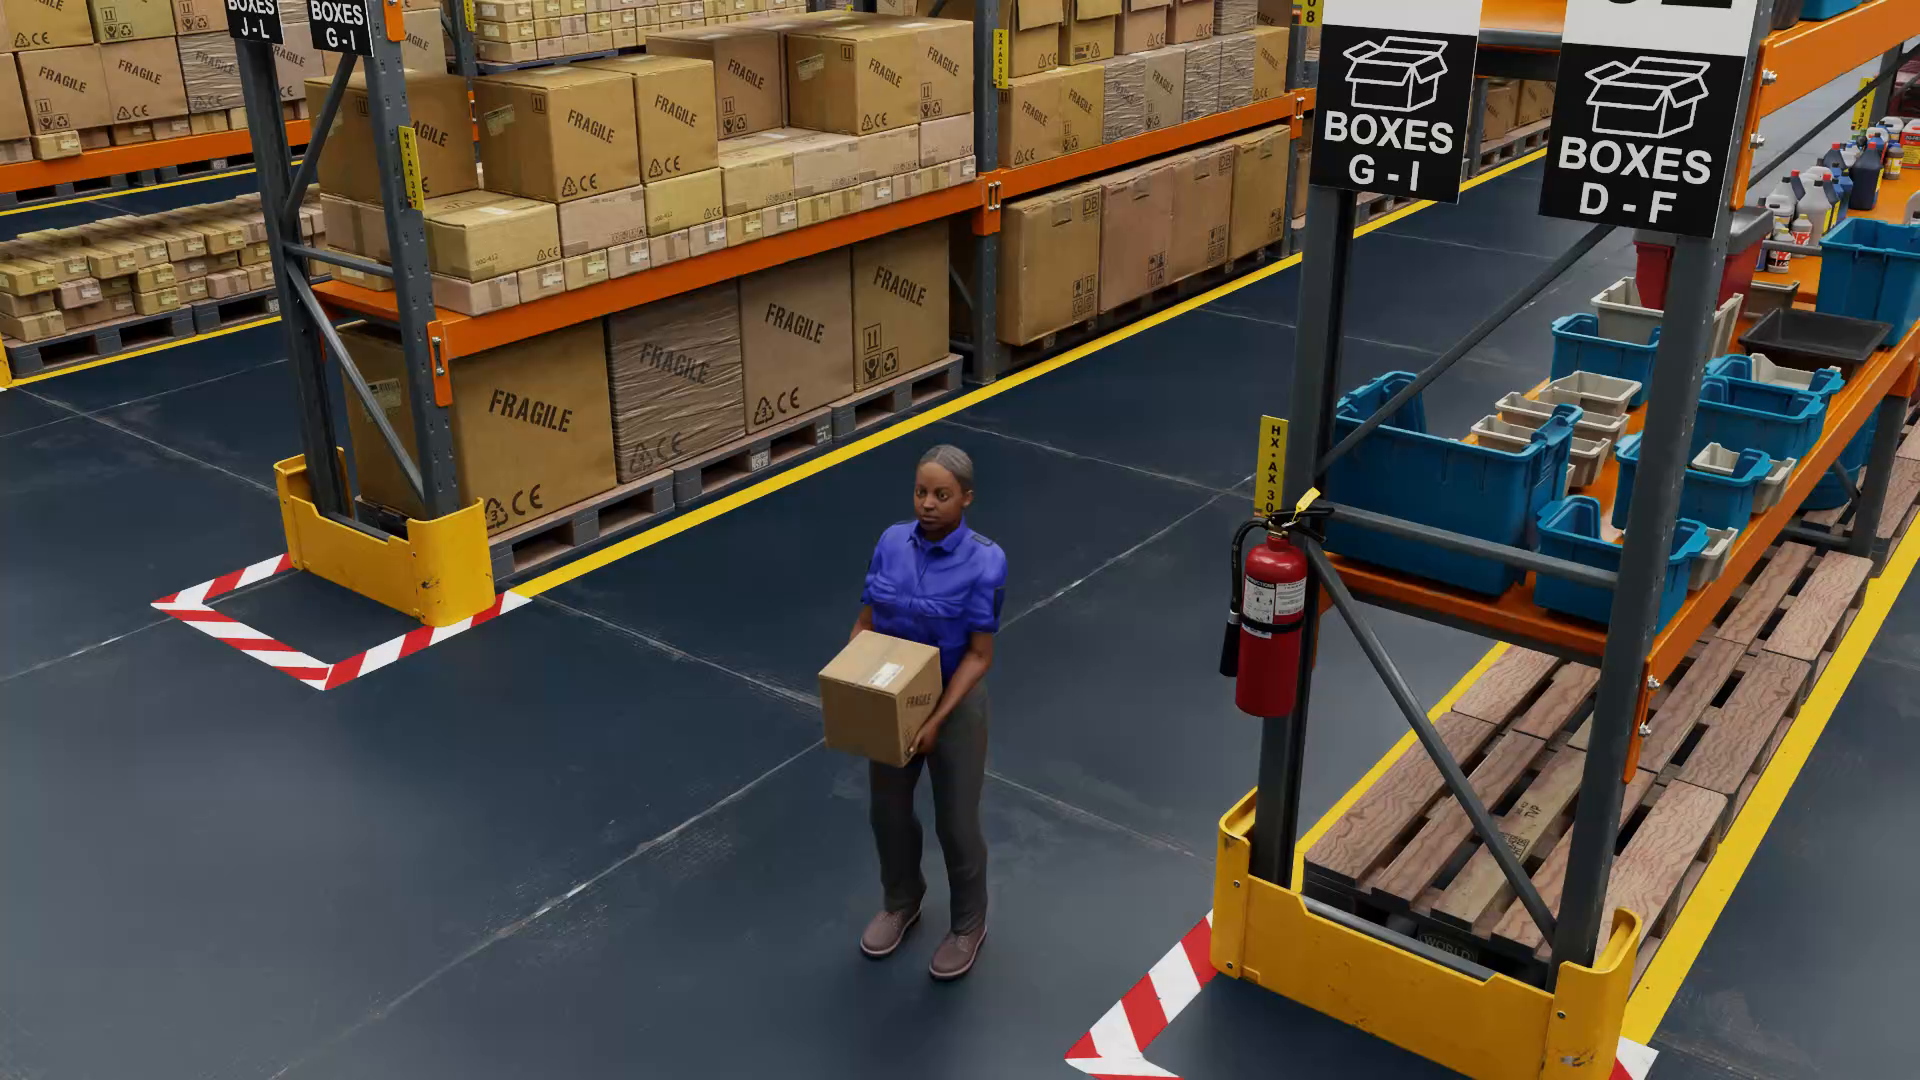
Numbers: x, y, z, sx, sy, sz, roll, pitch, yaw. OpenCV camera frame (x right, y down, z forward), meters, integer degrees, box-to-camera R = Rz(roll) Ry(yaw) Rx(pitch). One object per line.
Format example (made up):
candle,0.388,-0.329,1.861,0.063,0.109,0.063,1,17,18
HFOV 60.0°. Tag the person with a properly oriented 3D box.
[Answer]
person,-0.130,0.540,4.886,0.450,1.646,0.523,12,26,25
